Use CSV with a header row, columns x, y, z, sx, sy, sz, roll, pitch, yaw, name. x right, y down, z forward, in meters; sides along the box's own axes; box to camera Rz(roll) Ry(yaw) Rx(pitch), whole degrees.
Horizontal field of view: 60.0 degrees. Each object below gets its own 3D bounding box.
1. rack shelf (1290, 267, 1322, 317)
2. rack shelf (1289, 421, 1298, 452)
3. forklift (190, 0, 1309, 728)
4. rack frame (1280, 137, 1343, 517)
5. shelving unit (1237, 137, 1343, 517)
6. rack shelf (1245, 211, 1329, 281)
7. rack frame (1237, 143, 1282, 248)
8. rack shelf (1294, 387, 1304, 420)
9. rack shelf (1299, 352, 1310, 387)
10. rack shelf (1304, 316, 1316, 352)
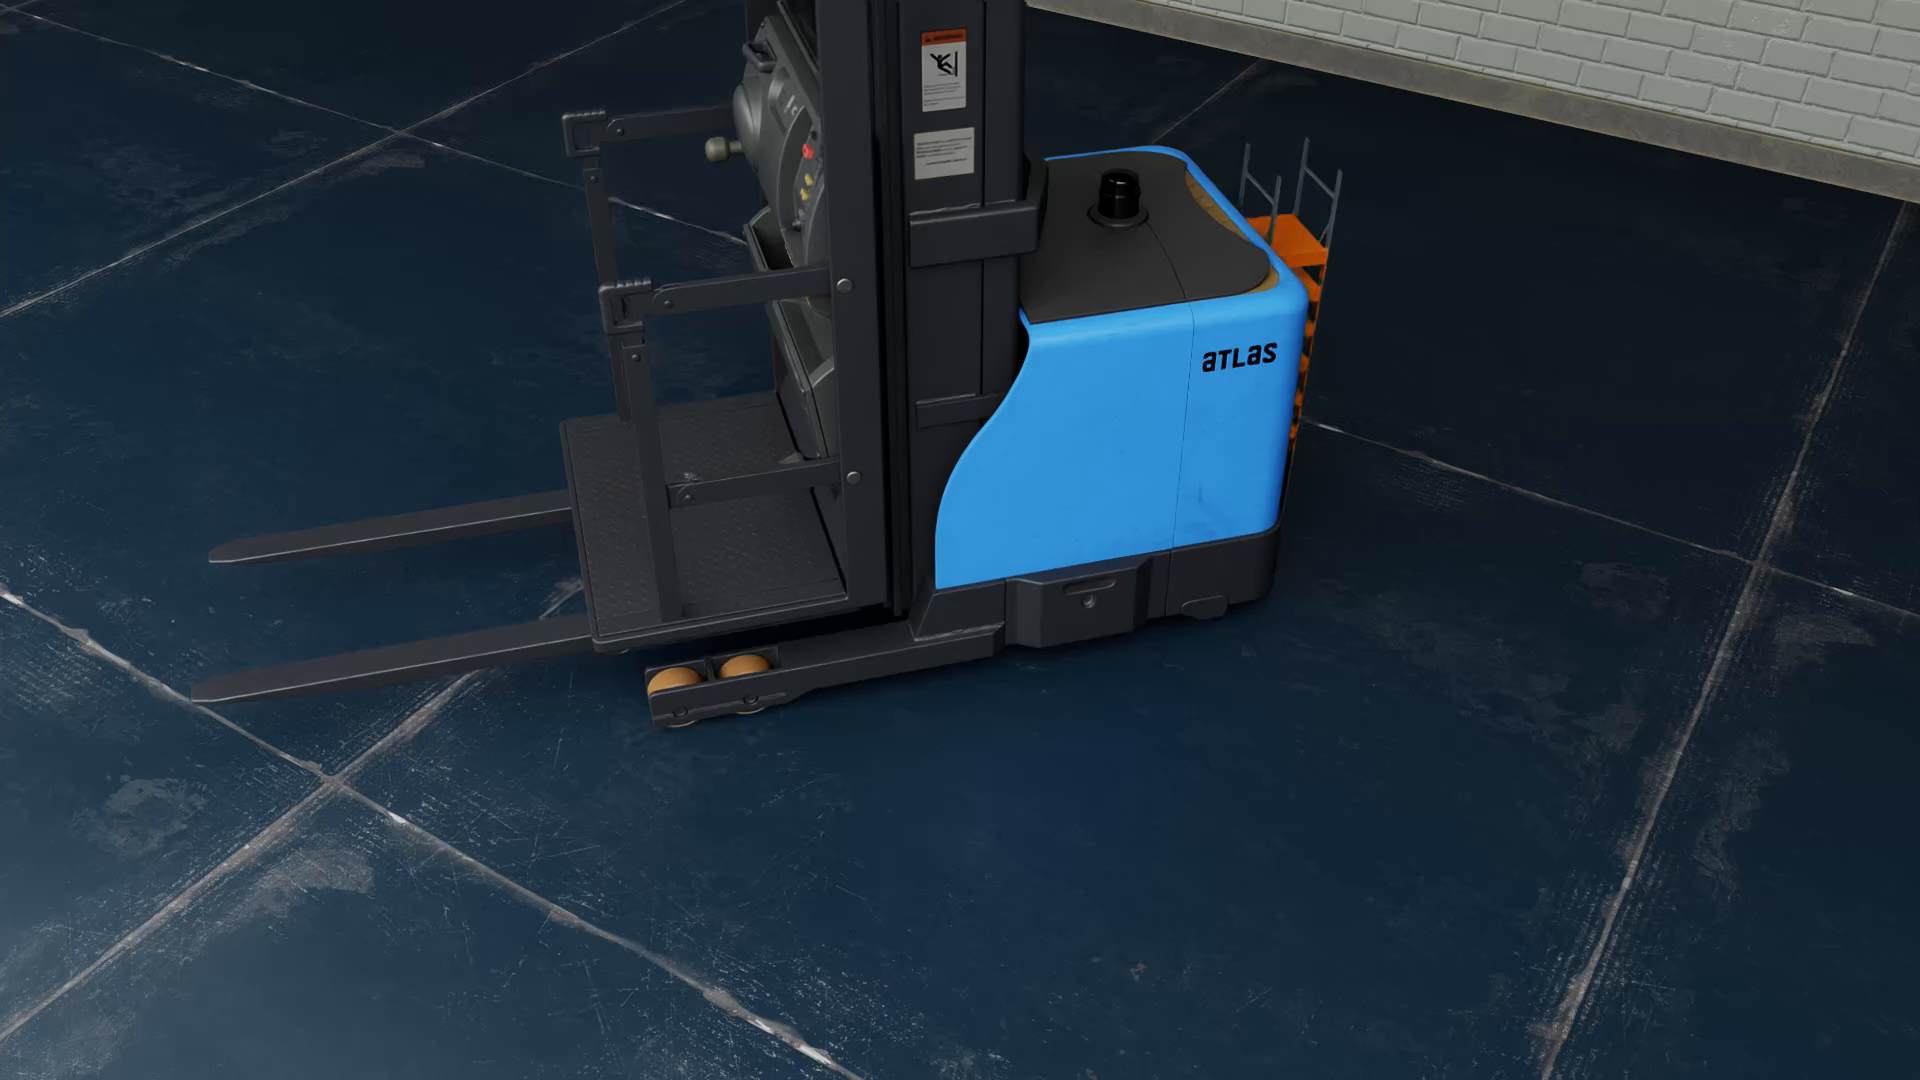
x,y,z,sx,sy,sz,roll,pitch,yaw,name
0.930,-0.755,4.923,0.180,0.103,0.258,-8,38,-13,rack shelf
0.919,-0.373,5.214,0.180,0.103,0.258,-8,38,-13,rack shelf
-0.638,-1.005,4.153,3.031,2.935,1.130,-10,39,-12,forklift
1.014,-0.613,5.062,0.006,1.200,0.240,-8,38,-13,rack frame
0.926,-0.600,5.042,0.189,1.200,0.258,-8,38,-13,shelving unit
0.933,-0.851,4.851,0.180,0.103,0.258,-8,38,-13,rack shelf
0.837,-0.587,5.022,0.006,1.200,0.240,-8,38,-13,rack frame
0.922,-0.469,5.141,0.180,0.103,0.258,-8,38,-13,rack shelf
0.925,-0.564,5.069,0.180,0.103,0.258,-8,38,-13,rack shelf
0.927,-0.660,4.996,0.180,0.103,0.258,-8,38,-13,rack shelf
